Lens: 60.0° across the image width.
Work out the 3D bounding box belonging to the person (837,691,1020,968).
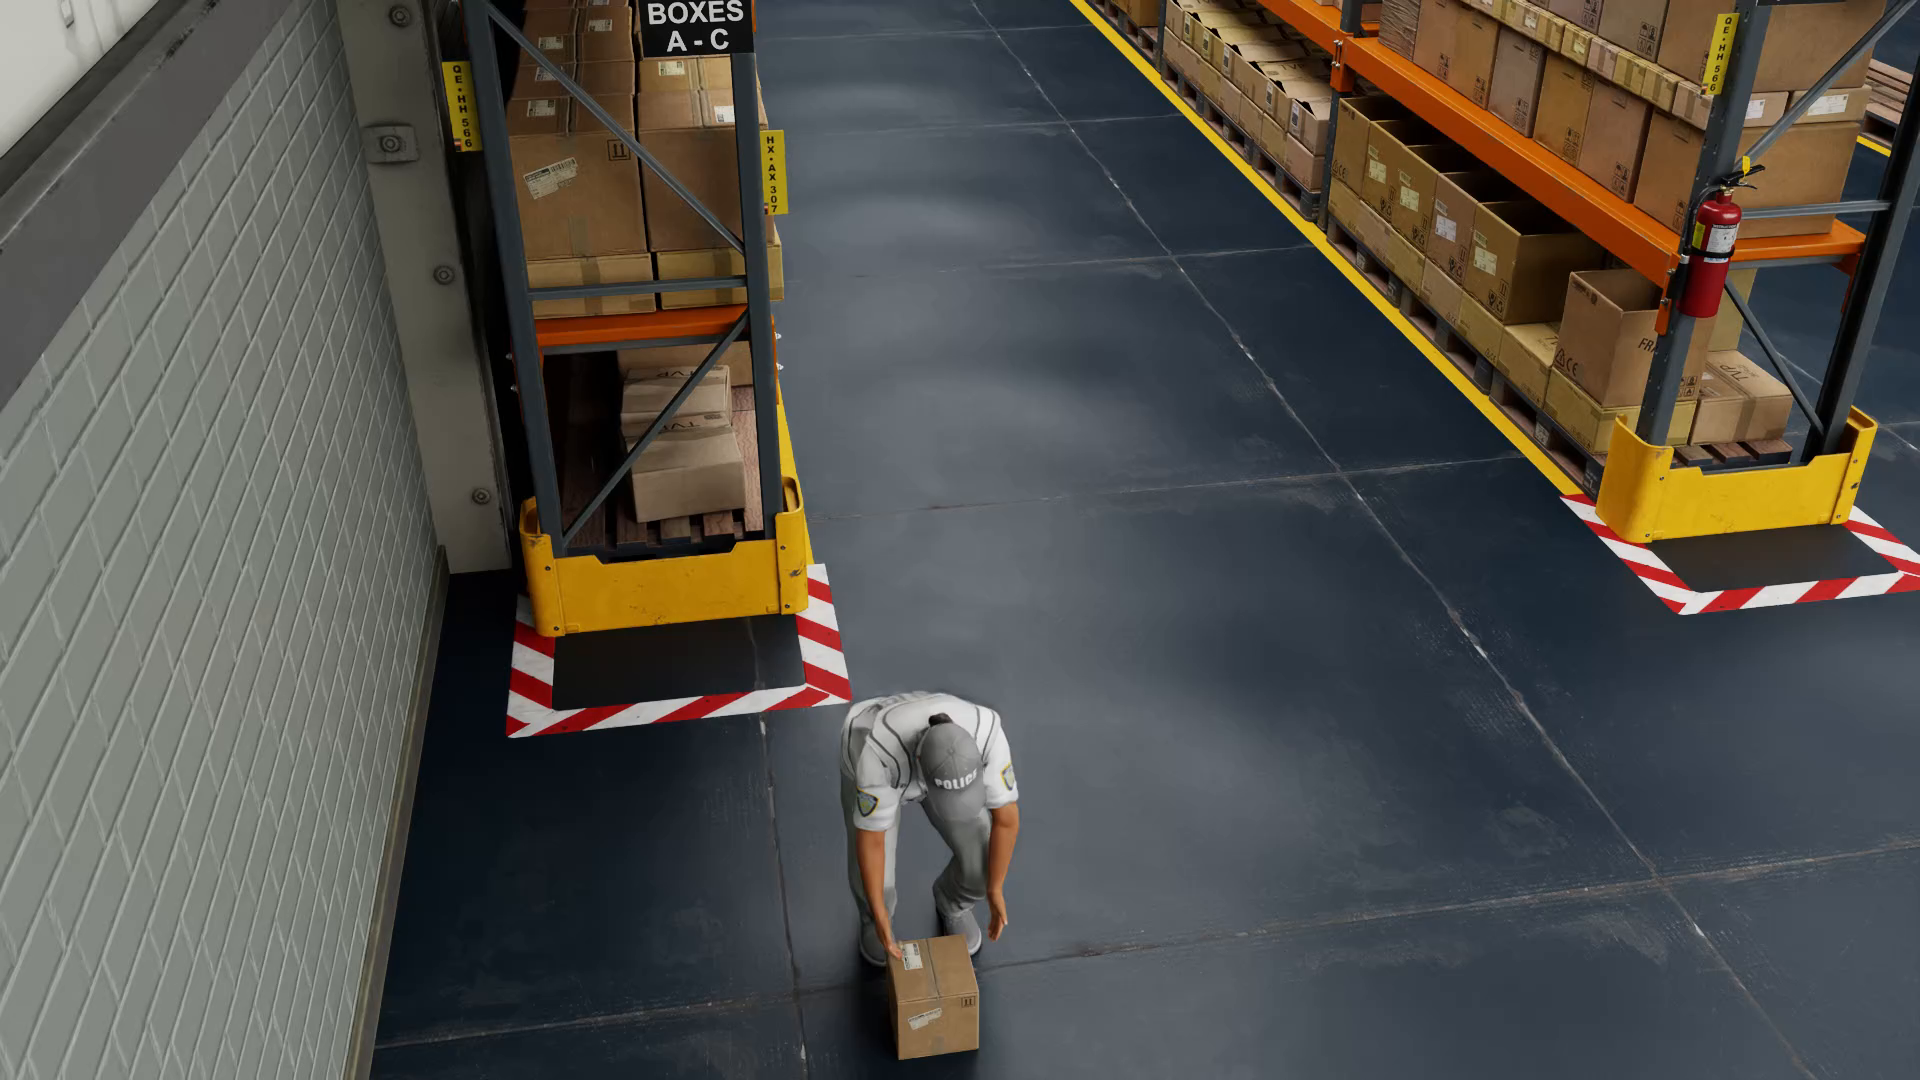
[{"bbox_3d":[-0.106,0.861,5.252,0.530,1.094,0.833,-5,31,-9],"label":"person"}]
